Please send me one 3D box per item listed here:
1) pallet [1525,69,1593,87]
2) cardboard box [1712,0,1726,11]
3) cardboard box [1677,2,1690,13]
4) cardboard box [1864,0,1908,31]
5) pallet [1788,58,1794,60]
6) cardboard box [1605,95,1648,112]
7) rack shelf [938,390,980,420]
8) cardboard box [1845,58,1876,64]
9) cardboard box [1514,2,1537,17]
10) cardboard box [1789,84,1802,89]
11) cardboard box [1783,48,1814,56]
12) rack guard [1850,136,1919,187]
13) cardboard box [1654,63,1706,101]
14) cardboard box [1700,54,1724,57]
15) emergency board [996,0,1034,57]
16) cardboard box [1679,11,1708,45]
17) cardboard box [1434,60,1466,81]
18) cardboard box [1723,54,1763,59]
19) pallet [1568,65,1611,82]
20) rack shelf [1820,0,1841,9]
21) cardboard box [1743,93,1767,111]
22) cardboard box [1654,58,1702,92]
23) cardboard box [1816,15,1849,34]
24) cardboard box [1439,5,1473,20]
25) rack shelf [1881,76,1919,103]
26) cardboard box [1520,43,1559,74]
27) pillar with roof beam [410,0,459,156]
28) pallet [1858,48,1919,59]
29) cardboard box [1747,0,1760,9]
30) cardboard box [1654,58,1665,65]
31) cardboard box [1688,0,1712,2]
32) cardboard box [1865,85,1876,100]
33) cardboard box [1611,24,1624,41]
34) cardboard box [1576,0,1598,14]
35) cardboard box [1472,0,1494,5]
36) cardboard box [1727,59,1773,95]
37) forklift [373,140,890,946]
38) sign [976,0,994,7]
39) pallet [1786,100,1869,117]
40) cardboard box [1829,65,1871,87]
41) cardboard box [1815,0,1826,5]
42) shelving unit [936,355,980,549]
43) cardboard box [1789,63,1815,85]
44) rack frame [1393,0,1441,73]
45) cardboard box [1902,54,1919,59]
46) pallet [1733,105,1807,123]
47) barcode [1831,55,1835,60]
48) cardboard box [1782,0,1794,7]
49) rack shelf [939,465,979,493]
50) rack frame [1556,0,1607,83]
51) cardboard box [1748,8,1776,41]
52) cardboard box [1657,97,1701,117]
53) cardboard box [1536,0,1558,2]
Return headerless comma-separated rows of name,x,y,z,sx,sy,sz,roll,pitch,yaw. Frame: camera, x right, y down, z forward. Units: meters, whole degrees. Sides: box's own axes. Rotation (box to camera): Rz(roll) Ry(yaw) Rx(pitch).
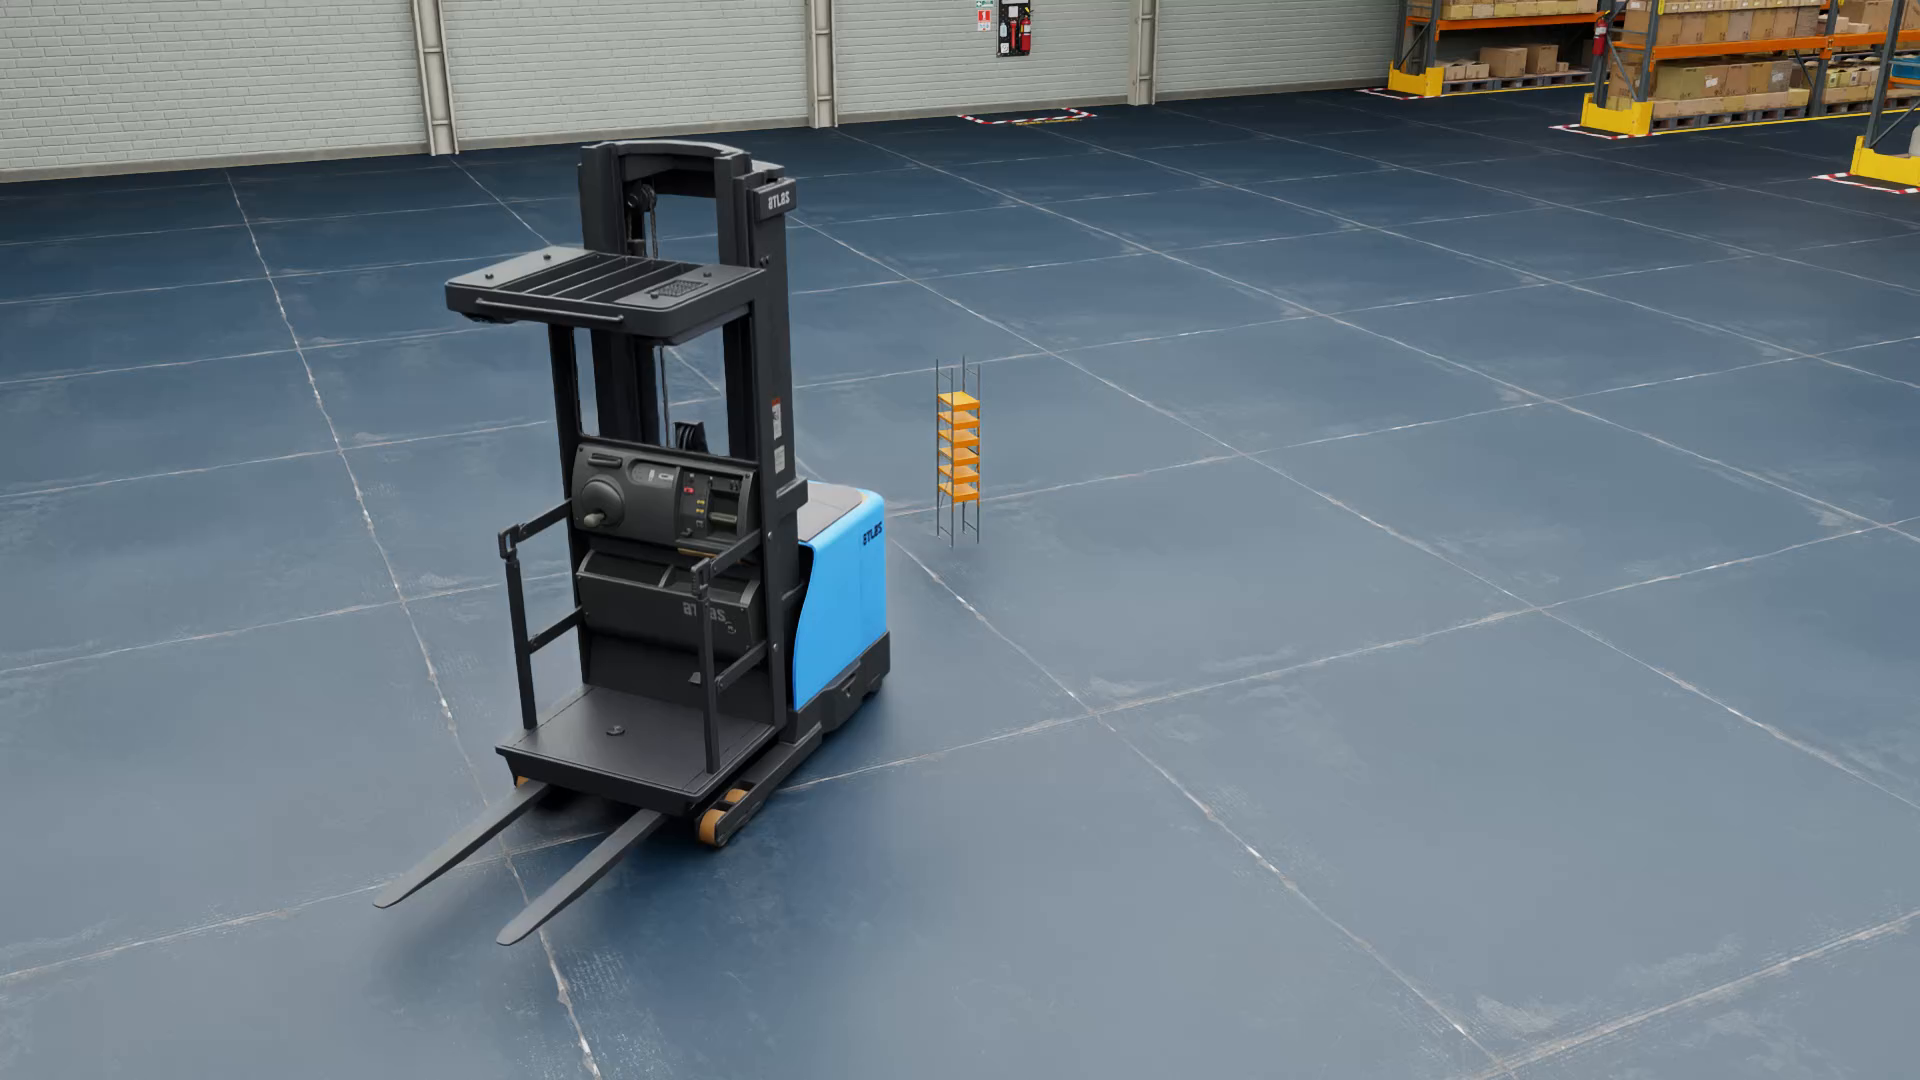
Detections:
pallet,11.354,-8.920,32.023,1.213,0.211,1.003,-10,25,-24
cardboard box,11.868,-8.471,26.313,0.250,0.149,0.380,-11,25,-25
cardboard box,11.175,-8.344,26.006,0.250,0.149,0.380,-11,25,-25
cardboard box,15.721,-8.964,28.353,0.500,0.500,0.500,-10,25,-24
pallet,16.291,-9.812,34.178,1.213,0.211,1.003,-10,25,-24
cardboard box,10.847,-7.076,26.969,0.500,0.250,0.500,-10,25,-24
rack shelf,-0.013,-0.844,10.394,0.180,0.103,0.258,-10,25,-24
cardboard box,15.707,-8.227,29.015,0.500,0.311,0.500,-11,25,-24
cardboard box,10.297,-9.837,30.761,0.500,0.250,0.500,-10,25,-23
cardboard box,14.344,-7.718,28.519,0.500,0.250,0.500,-11,25,-24
cardboard box,17.060,-10.416,34.253,0.750,0.750,0.750,-11,25,-24
rack guard,12.684,-5.128,22.485,0.348,0.500,1.175,-10,25,-24
cardboard box,11.521,-7.328,26.597,0.500,0.500,0.500,-10,25,-24
cardboard box,14.922,-9.906,33.453,0.500,0.500,0.700,-10,25,-23
emergency board,0.946,-8.691,27.823,0.643,1.169,0.194,-10,25,-24
cardboard box,11.389,-8.170,26.435,0.500,0.500,0.700,-10,24,-22
cardboard box,9.002,-8.713,30.818,0.500,0.311,0.500,-14,26,-30
cardboard box,13.095,-7.841,27.836,0.500,0.500,0.500,-10,25,-24
pallet,12.645,-9.173,32.635,1.213,0.211,1.003,-10,25,-24
rack shelf,17.350,-10.995,34.330,4.000,0.370,1.077,-10,25,-24
cardboard box,12.874,-7.229,27.339,0.500,0.250,0.500,-10,25,-24
cardboard box,11.740,-7.595,27.241,0.500,0.500,0.500,-10,25,-24
cardboard box,14.520,-8.653,27.928,0.500,0.250,0.500,-9,24,-20
cardboard box,8.917,-9.580,30.142,0.500,0.250,0.500,-11,25,-25
rack shelf,14.439,-6.254,22.876,4.000,0.370,1.077,-10,25,-24
cardboard box,11.026,-9.194,31.733,0.500,0.500,0.500,-12,26,-28
pillar with roof beam,-5.757,-8.385,19.242,0.400,9.000,9.100,-10,25,-24
pallet,19.872,-10.470,35.767,1.213,0.211,1.003,-10,25,-24
cardboard box,12.561,-8.597,26.619,0.250,0.149,0.380,-10,24,-22
cardboard box,13.521,-9.682,32.911,0.500,0.500,0.700,-10,25,-23
cardboard box,11.437,-8.779,26.208,0.500,0.500,0.700,-11,25,-25
cardboard box,15.493,-7.702,28.480,0.500,0.250,0.500,-11,25,-25
cardboard box,12.995,-9.929,32.527,0.500,0.250,0.500,-11,25,-25
cardboard box,11.649,-10.089,31.371,0.500,0.250,0.500,-10,25,-23
cardboard box,9.350,-10.009,30.198,0.500,0.500,0.500,-10,25,-23
cardboard box,12.868,-7.580,27.206,0.500,0.500,0.500,-10,25,-24
forklift,-1.433,-0.169,7.326,1.130,2.935,3.031,10,24,22
sign,0.411,-8.894,27.574,0.331,0.109,0.001,-10,25,-24
pallet,14.743,-7.473,28.527,1.213,0.211,1.003,-10,25,-24
cardboard box,15.029,-7.872,28.158,0.500,0.311,0.500,-11,25,-24
cardboard box,13.944,-8.852,27.235,0.250,0.149,0.380,-10,25,-24
shelving unit,-0.013,-0.552,10.515,0.189,1.200,0.258,-10,25,-24
cardboard box,14.336,-7.974,28.405,0.500,0.311,0.500,-10,25,-24
rack frame,8.340,-9.669,30.185,0.127,3.000,1.000,-10,25,-24
cardboard box,17.101,-8.486,29.642,0.500,0.311,0.500,-10,24,-22
pallet,13.361,-7.220,27.915,1.213,0.211,1.003,-10,25,-24
barcode,14.506,-8.016,27.632,0.075,0.075,0.001,-10,25,-24
cardboard box,13.249,-8.724,26.925,0.250,0.149,0.380,-10,25,-24
rack shelf,-0.013,-0.400,10.578,0.180,0.103,0.258,-10,25,-24
rack frame,11.944,-10.332,31.788,0.127,3.000,1.000,-10,25,-24
cardboard box,12.772,-8.424,27.049,0.500,0.500,0.700,-10,25,-23
cardboard box,11.520,-6.982,26.741,0.500,0.250,0.500,-10,25,-24
cardboard box,10.746,-10.269,30.825,0.500,0.500,0.500,-11,25,-25
